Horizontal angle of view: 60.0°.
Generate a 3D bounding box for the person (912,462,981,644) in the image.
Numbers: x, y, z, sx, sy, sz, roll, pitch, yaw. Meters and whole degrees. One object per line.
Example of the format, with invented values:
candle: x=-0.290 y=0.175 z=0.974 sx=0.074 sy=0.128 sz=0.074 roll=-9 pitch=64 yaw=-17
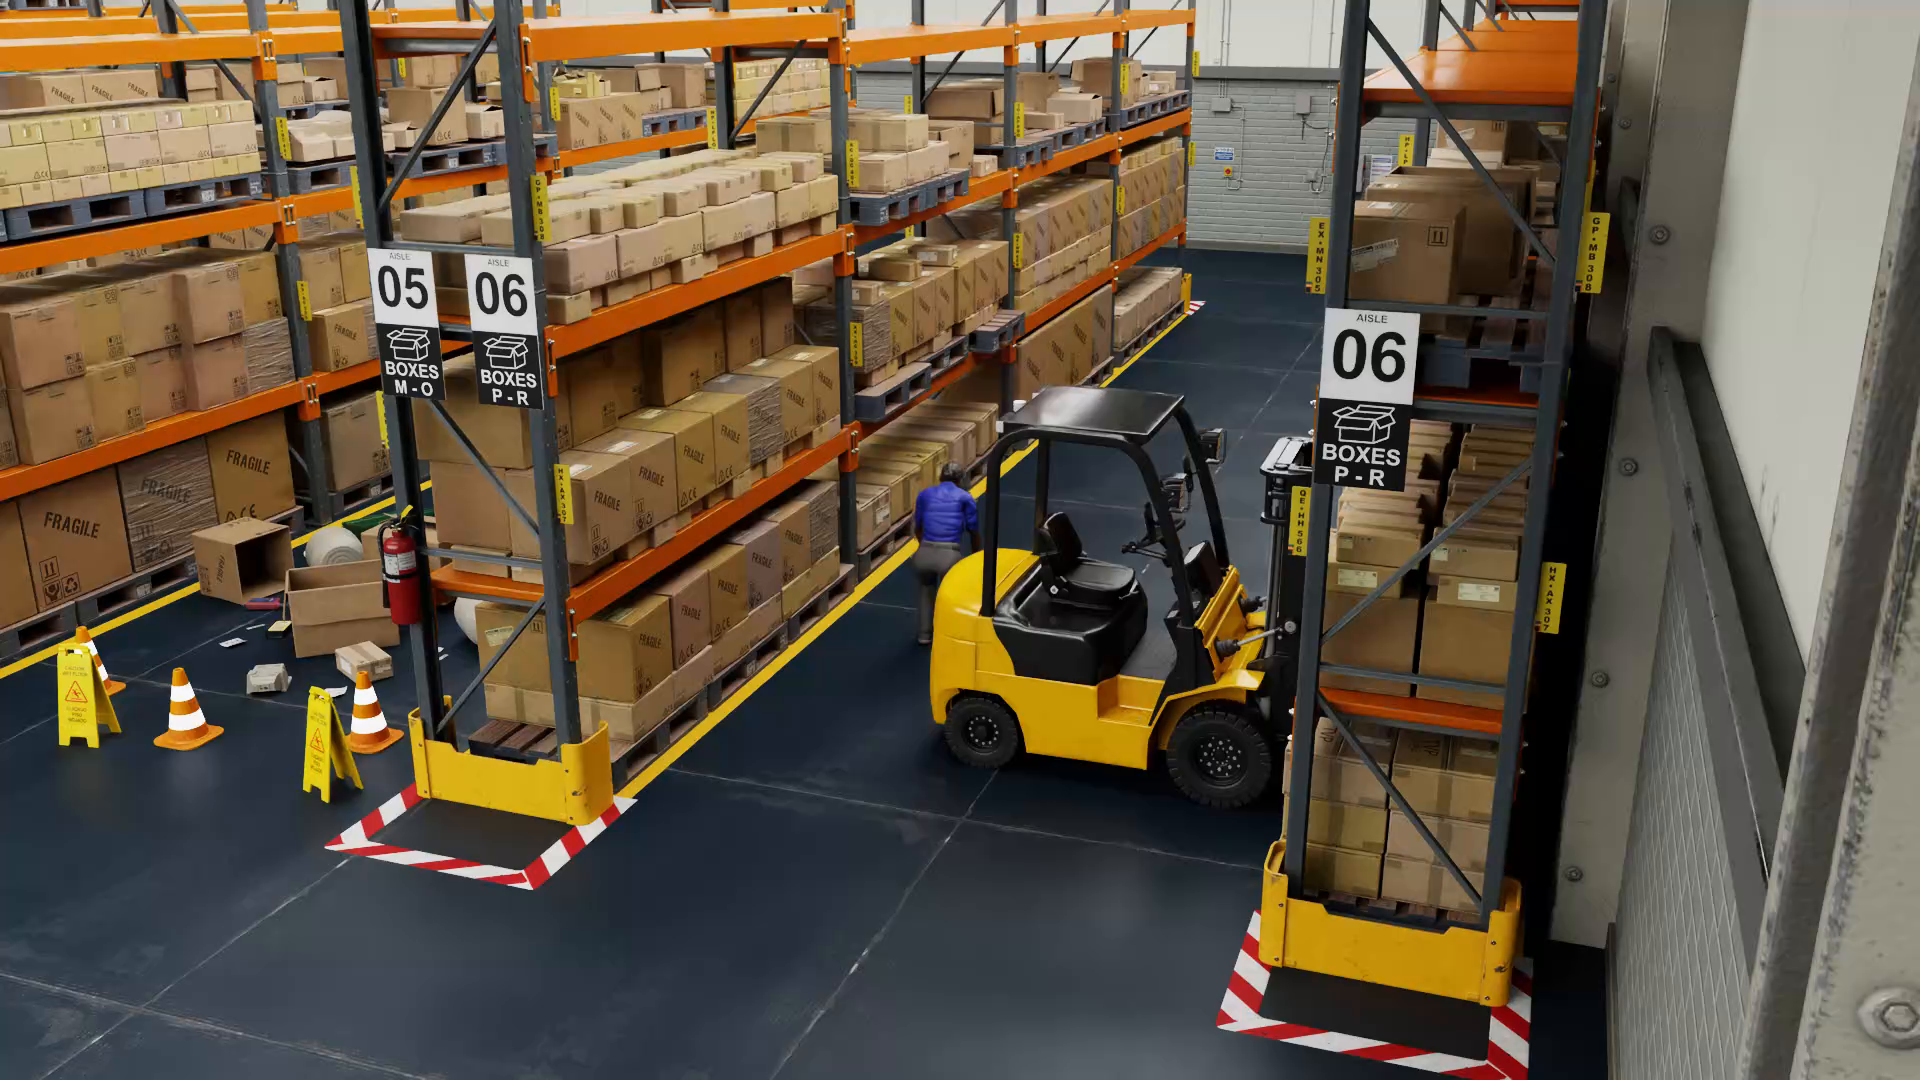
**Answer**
person: x=-0.125 y=0.115 z=11.877 sx=0.500 sy=1.252 sz=0.694 roll=6 pitch=20 yaw=17
